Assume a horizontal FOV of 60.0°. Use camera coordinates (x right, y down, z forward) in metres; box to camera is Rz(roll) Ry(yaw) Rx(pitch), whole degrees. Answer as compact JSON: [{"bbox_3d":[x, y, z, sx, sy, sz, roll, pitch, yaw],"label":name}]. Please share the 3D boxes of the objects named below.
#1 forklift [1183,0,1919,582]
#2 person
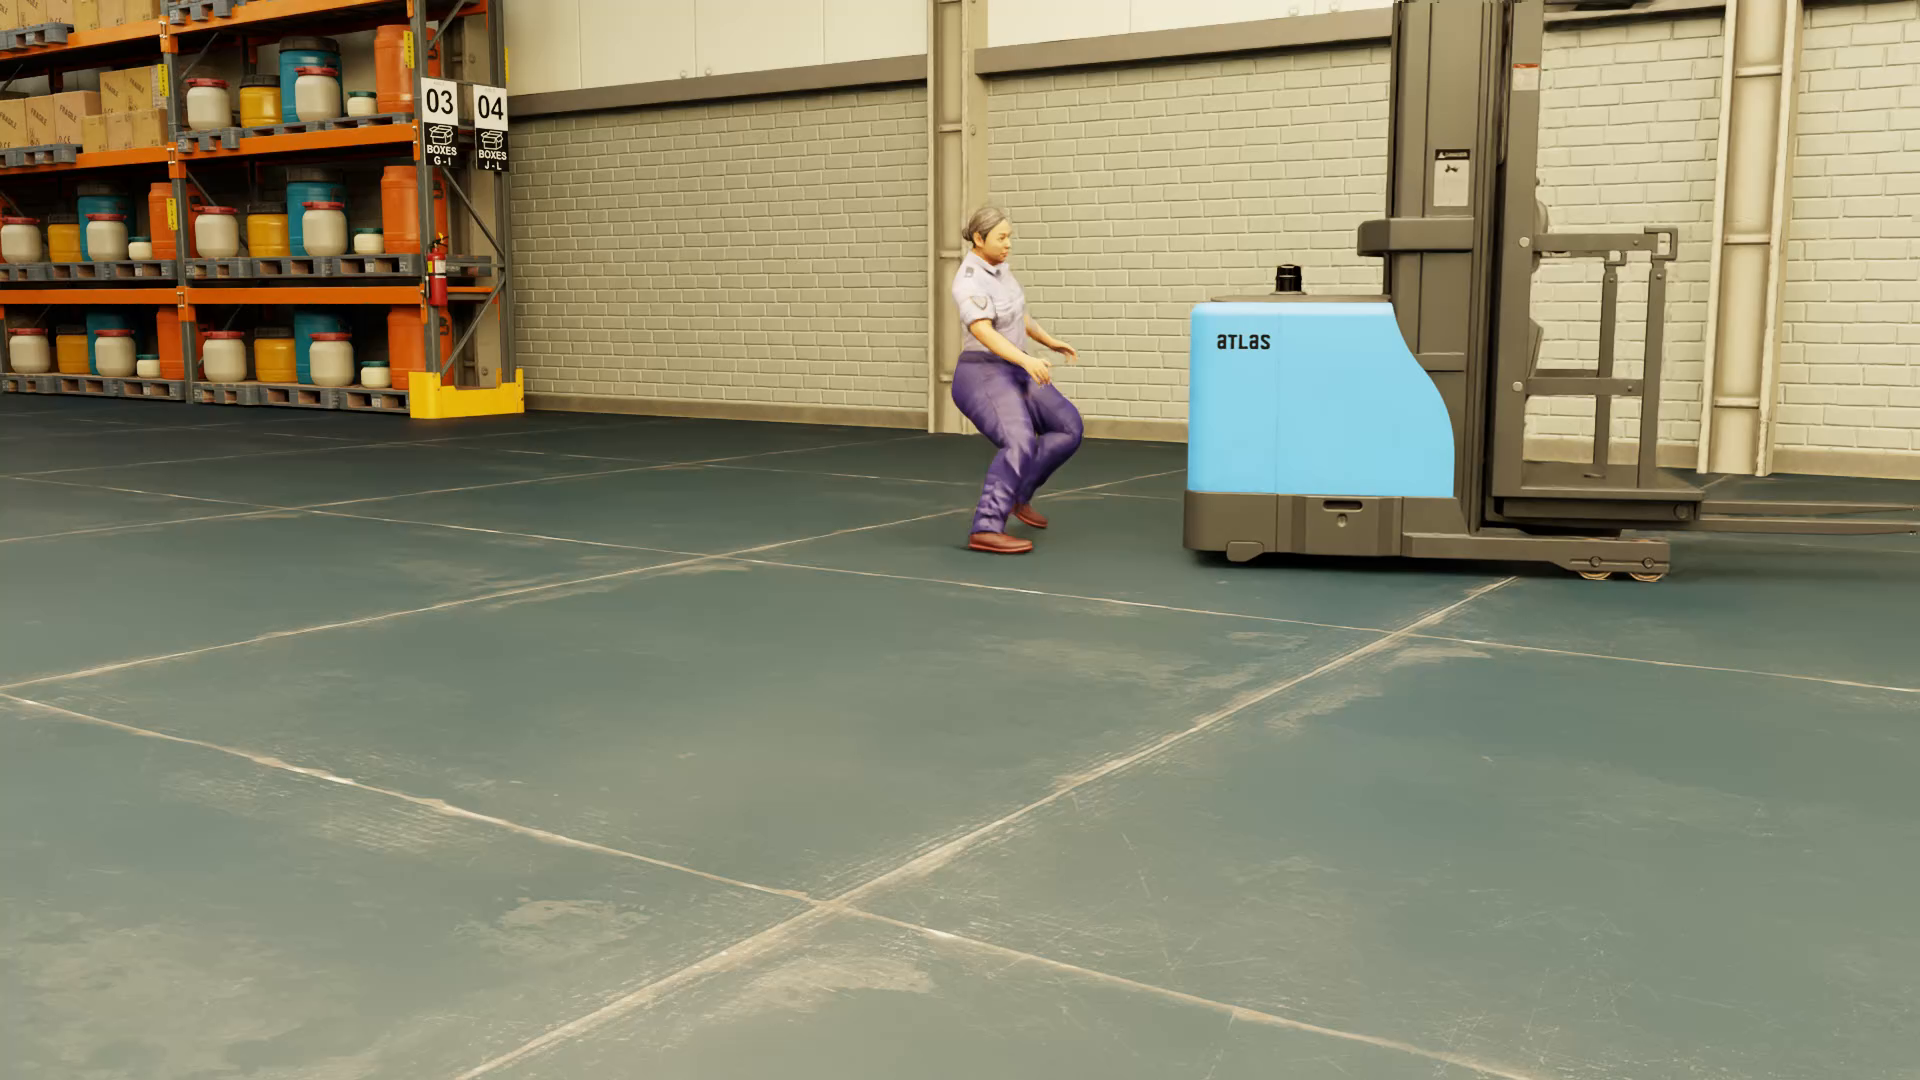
[{"bbox_3d":[2.495,-1.369,6.822,3.031,2.935,1.130,2,8,11],"label":"forklift"},{"bbox_3d":[0.253,-0.737,7.458,0.587,1.492,0.824,3,9,23],"label":"person"}]
